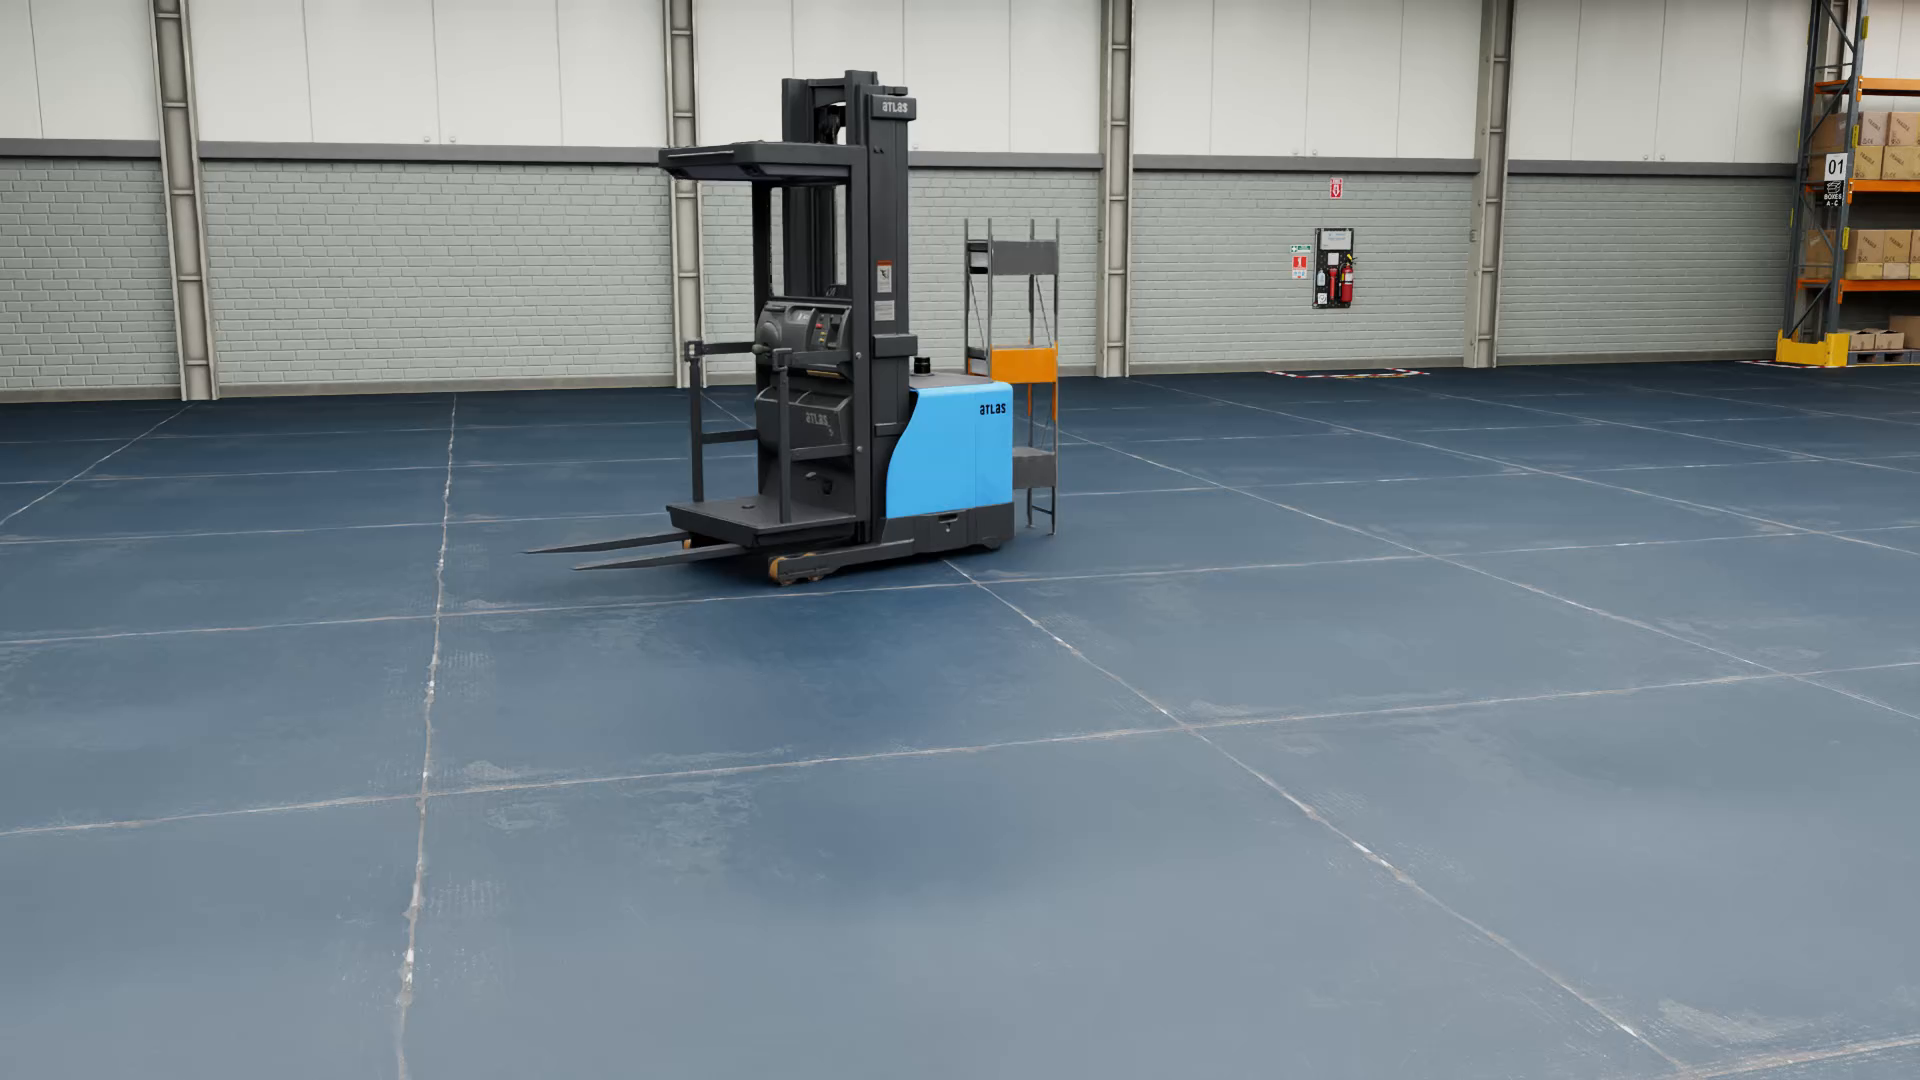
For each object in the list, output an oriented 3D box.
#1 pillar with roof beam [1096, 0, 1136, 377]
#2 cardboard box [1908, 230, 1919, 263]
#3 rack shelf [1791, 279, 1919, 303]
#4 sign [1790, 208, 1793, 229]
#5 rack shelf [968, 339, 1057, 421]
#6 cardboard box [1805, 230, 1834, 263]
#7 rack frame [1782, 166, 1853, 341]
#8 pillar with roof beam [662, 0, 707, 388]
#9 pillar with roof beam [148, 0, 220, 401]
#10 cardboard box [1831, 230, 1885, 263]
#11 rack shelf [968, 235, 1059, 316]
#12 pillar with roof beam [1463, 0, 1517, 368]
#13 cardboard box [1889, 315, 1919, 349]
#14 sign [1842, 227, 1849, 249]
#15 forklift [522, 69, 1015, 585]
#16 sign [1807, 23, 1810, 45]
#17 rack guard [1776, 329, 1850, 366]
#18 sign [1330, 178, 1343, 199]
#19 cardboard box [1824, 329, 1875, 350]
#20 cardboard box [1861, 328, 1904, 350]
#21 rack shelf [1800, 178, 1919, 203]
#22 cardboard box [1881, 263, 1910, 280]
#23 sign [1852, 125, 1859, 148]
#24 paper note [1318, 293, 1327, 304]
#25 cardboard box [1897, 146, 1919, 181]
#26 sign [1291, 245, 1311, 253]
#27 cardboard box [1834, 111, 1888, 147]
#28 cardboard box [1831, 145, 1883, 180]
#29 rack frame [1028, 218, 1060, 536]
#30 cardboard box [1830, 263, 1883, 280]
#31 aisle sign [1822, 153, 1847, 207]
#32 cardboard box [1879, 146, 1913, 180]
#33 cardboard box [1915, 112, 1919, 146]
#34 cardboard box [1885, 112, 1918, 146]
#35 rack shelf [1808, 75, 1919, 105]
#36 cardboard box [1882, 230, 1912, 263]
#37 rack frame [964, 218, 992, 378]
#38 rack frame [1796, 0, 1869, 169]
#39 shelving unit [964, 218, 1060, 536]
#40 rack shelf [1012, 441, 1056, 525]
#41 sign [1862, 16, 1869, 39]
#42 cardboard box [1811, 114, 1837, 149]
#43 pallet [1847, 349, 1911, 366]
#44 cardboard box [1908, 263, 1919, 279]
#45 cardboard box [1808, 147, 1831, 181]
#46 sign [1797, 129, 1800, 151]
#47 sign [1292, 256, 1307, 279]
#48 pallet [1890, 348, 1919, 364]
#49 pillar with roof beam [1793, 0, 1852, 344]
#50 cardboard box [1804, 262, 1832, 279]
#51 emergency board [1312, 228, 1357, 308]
[{"bbox_3d":[3.380,-6.020,18.895,0.400,9.000,9.100,-3,11,-16],"label":"pillar with roof beam"},{"bbox_3d":[14.785,-4.565,25.846,0.500,0.500,0.500,-3,11,-18],"label":"cardboard box"},{"bbox_3d":[15.188,-3.987,26.407,4.000,0.370,1.077,-3,11,-16],"label":"rack shelf"},{"bbox_3d":[13.132,-5.062,26.189,0.005,0.325,0.100,-3,11,-16],"label":"sign"},{"bbox_3d":[0.339,-1.063,11.097,0.480,0.518,0.431,-5,11,-24],"label":"rack shelf"},{"bbox_3d":[13.661,-4.606,26.067,0.500,0.500,0.500,-3,11,-17],"label":"cardboard box"},{"bbox_3d":[13.268,-4.240,25.792,0.127,3.000,1.000,-3,11,-16],"label":"rack frame"},{"bbox_3d":[-2.381,-5.717,17.246,0.400,9.000,9.100,-3,11,-16],"label":"pillar with roof beam"},{"bbox_3d":[-8.142,-5.413,15.596,0.400,9.000,9.100,-3,11,-16],"label":"pillar with roof beam"},{"bbox_3d":[13.810,-4.517,25.584,0.500,0.500,0.500,-3,11,-16],"label":"cardboard box"},{"bbox_3d":[0.339,-1.752,10.970,0.480,0.518,0.431,-5,11,-24],"label":"rack shelf"},{"bbox_3d":[9.141,-6.324,20.544,0.400,9.000,9.100,-3,11,-16],"label":"pillar with roof beam"},{"bbox_3d":[15.223,-3.304,26.395,0.500,0.500,0.700,-4,11,-20],"label":"cardboard box"},{"bbox_3d":[13.420,-4.571,25.202,0.005,0.325,0.100,-3,11,-16],"label":"sign"},{"bbox_3d":[-1.112,-1.286,9.935,3.031,2.935,1.130,-8,13,-38],"label":"forklift"},{"bbox_3d":[13.132,-7.825,25.680,0.005,0.325,0.100,-3,11,-16],"label":"sign"},{"bbox_3d":[13.341,-3.014,26.040,0.348,0.500,1.175,-3,11,-16],"label":"rack guard"},{"bbox_3d":[5.518,-5.161,24.391,0.199,0.298,0.001,-3,11,-16],"label":"sign"},{"bbox_3d":[13.957,-3.153,26.101,0.500,0.311,0.500,-4,11,-22],"label":"cardboard box"},{"bbox_3d":[14.505,-3.182,26.258,0.500,0.311,0.500,-2,11,-11],"label":"cardboard box"},{"bbox_3d":[15.188,-5.462,26.136,4.000,0.370,1.077,-3,11,-16],"label":"rack shelf"},{"bbox_3d":[14.320,-4.174,25.795,0.500,0.250,0.500,-3,11,-18],"label":"cardboard box"},{"bbox_3d":[13.420,-6.051,24.929,0.005,0.325,0.100,-3,11,-16],"label":"sign"},{"bbox_3d":[5.365,-3.573,24.605,0.142,0.148,0.016,-3,11,-16],"label":"paper note"},{"bbox_3d":[14.682,-5.796,25.626,0.500,0.500,0.500,-2,11,-13],"label":"cardboard box"},{"bbox_3d":[5.001,-4.270,24.396,0.331,0.109,0.001,-3,11,-16],"label":"sign"},{"bbox_3d":[13.706,-6.243,25.296,0.500,0.500,0.500,-4,11,-20],"label":"cardboard box"},{"bbox_3d":[13.659,-5.748,25.366,0.500,0.500,0.500,-3,11,-14],"label":"cardboard box"},{"bbox_3d":[0.562,-1.095,11.193,0.015,2.100,0.400,-5,11,-24],"label":"rack frame"},{"bbox_3d":[13.825,-4.145,25.639,0.500,0.250,0.500,-3,11,-18],"label":"cardboard box"},{"bbox_3d":[13.283,-5.463,25.254,0.004,0.787,0.394,-3,11,-16],"label":"aisle sign"},{"bbox_3d":[14.184,-5.769,25.480,0.500,0.500,0.500,-2,11,-12],"label":"cardboard box"},{"bbox_3d":[14.690,-6.288,25.538,0.500,0.500,0.500,-3,11,-14],"label":"cardboard box"},{"bbox_3d":[14.201,-6.260,25.386,0.500,0.500,0.500,-3,11,-17],"label":"cardboard box"},{"bbox_3d":[15.188,-6.936,25.865,4.000,0.370,1.077,-3,11,-16],"label":"rack shelf"},{"bbox_3d":[14.287,-4.540,25.710,0.500,0.500,0.500,-3,11,-16],"label":"cardboard box"},{"bbox_3d":[0.116,-1.058,10.997,0.015,2.100,0.400,-5,11,-24],"label":"rack frame"},{"bbox_3d":[13.268,-7.190,25.249,0.127,3.000,1.000,-3,11,-16],"label":"rack frame"},{"bbox_3d":[0.339,-1.077,11.095,0.503,2.100,0.431,-5,11,-24],"label":"shelving unit"},{"bbox_3d":[0.339,-0.375,11.224,0.480,0.518,0.431,-5,11,-24],"label":"rack shelf"},{"bbox_3d":[13.419,-7.594,24.645,0.005,0.325,0.100,-3,11,-16],"label":"sign"},{"bbox_3d":[13.609,-6.333,25.785,0.500,0.500,0.500,-3,11,-13],"label":"cardboard box"},{"bbox_3d":[14.131,-2.907,26.256,1.213,0.211,1.003,-3,11,-16],"label":"pallet"},{"bbox_3d":[14.810,-4.199,25.929,0.500,0.250,0.500,-3,11,-17],"label":"cardboard box"},{"bbox_3d":[13.598,-5.839,25.864,0.500,0.500,0.500,-2,11,-12],"label":"cardboard box"},{"bbox_3d":[13.132,-6.248,25.970,0.005,0.325,0.100,-3,11,-16],"label":"sign"},{"bbox_3d":[4.994,-4.011,24.451,0.234,0.329,0.001,-3,11,-16],"label":"sign"},{"bbox_3d":[15.300,-2.968,26.588,1.213,0.211,1.003,-3,11,-16],"label":"pallet"},{"bbox_3d":[14.901,-6.628,22.193,0.400,9.000,9.100,-3,11,-16],"label":"pillar with roof beam"},{"bbox_3d":[13.662,-4.233,26.116,0.500,0.250,0.500,-3,11,-15],"label":"cardboard box"},{"bbox_3d":[5.554,-4.004,24.509,0.643,1.169,0.194,-3,11,-16],"label":"emergency board"}]
